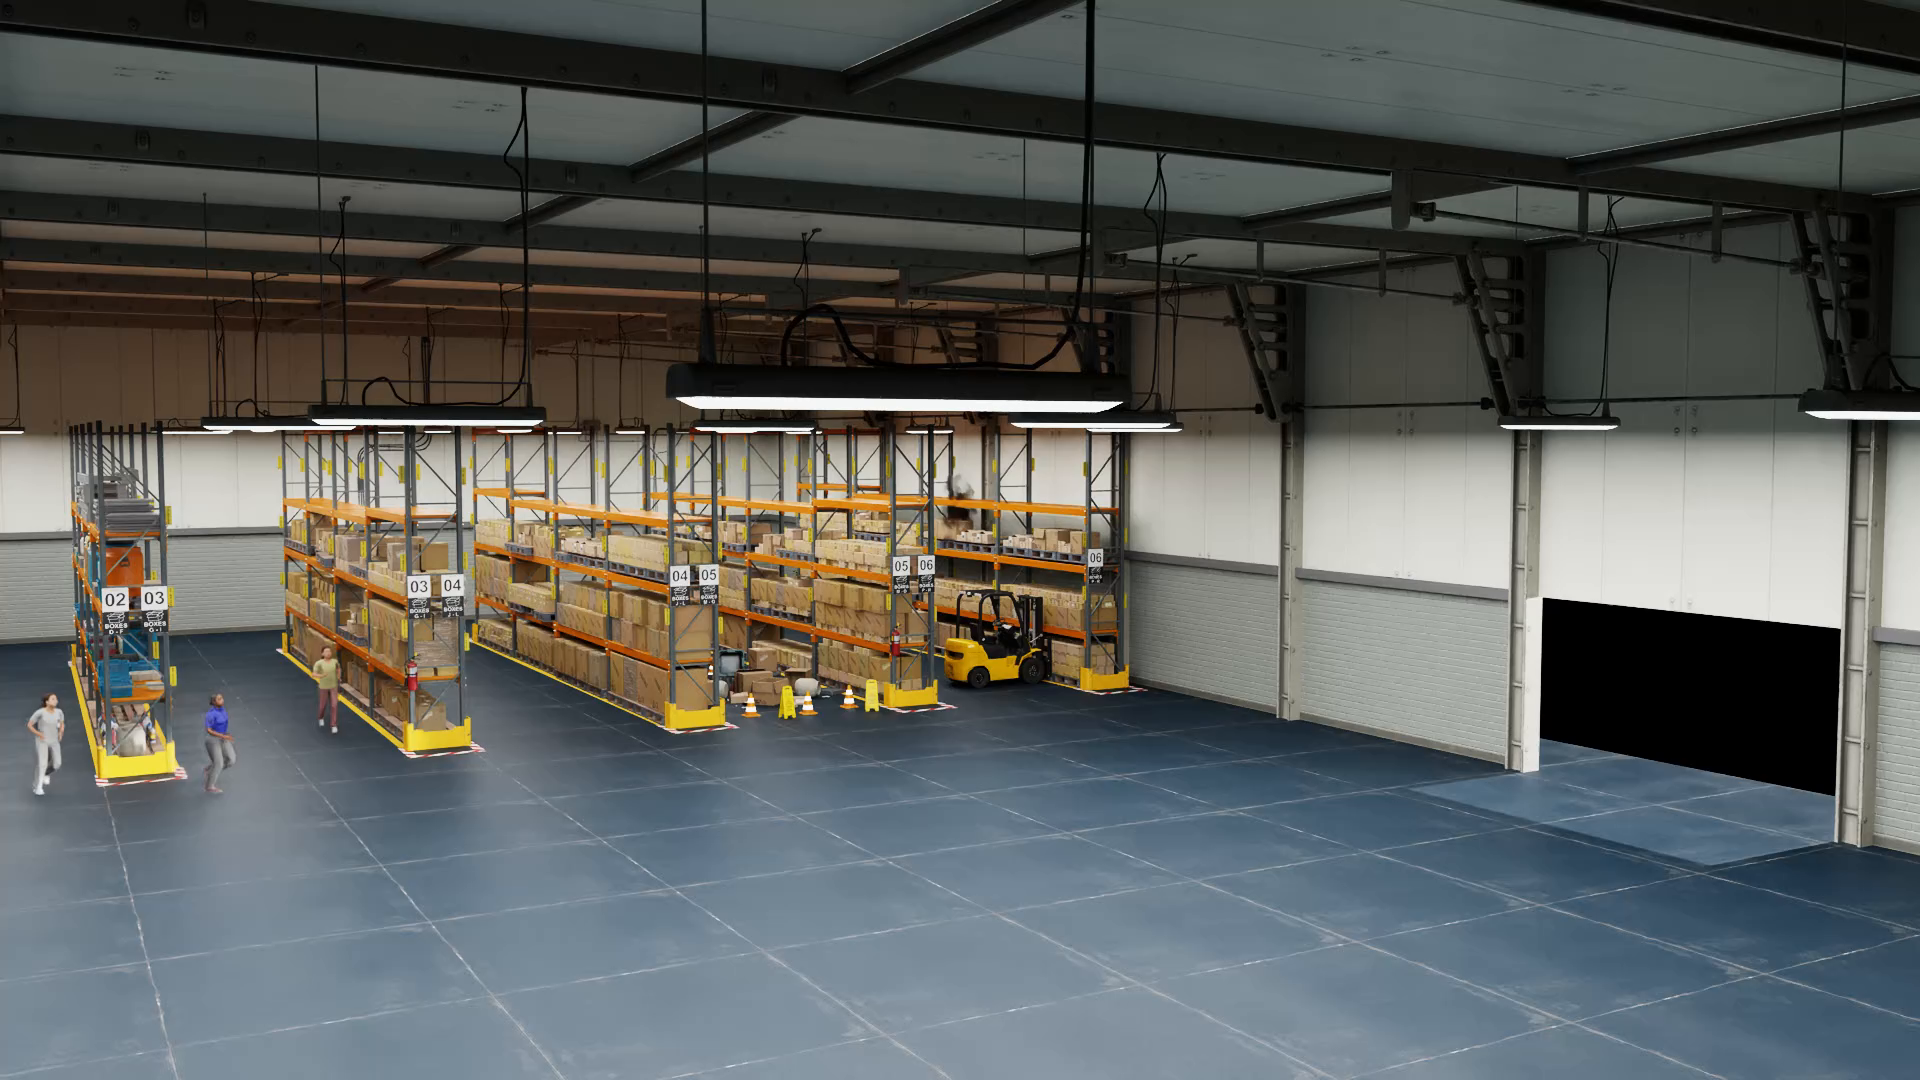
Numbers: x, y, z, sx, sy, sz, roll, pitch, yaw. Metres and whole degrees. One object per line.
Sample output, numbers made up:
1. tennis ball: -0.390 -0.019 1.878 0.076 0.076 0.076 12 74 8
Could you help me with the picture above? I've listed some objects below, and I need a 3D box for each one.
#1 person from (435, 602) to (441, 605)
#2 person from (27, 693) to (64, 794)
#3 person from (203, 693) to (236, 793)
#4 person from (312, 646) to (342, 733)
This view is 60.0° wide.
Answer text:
1. person: -14.775 2.001 46.655 0.696 1.695 0.629 1 4 20
2. person: -14.792 3.269 26.957 0.558 1.602 0.569 3 5 39
3. person: -11.926 3.265 26.834 0.593 1.615 0.608 1 4 9
4. person: -12.278 2.874 32.298 0.579 1.647 0.963 -2 4 -32
